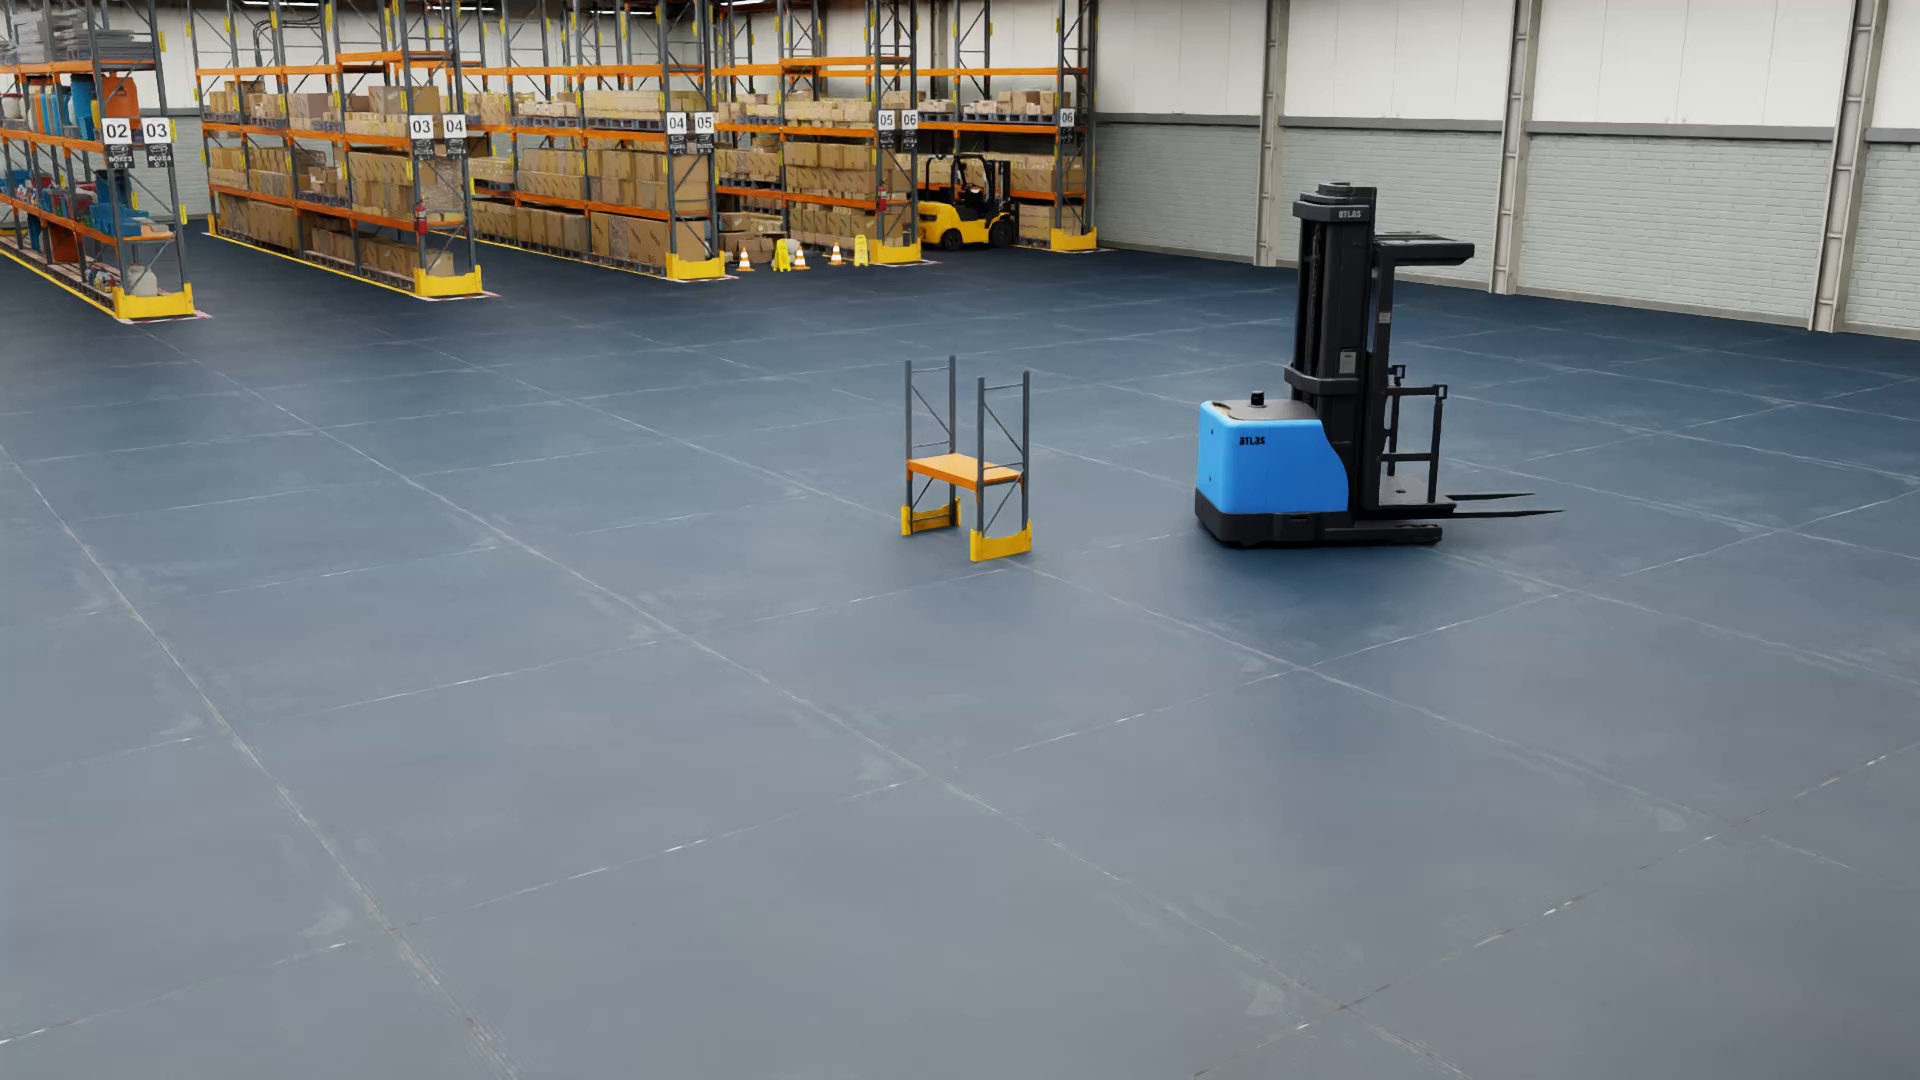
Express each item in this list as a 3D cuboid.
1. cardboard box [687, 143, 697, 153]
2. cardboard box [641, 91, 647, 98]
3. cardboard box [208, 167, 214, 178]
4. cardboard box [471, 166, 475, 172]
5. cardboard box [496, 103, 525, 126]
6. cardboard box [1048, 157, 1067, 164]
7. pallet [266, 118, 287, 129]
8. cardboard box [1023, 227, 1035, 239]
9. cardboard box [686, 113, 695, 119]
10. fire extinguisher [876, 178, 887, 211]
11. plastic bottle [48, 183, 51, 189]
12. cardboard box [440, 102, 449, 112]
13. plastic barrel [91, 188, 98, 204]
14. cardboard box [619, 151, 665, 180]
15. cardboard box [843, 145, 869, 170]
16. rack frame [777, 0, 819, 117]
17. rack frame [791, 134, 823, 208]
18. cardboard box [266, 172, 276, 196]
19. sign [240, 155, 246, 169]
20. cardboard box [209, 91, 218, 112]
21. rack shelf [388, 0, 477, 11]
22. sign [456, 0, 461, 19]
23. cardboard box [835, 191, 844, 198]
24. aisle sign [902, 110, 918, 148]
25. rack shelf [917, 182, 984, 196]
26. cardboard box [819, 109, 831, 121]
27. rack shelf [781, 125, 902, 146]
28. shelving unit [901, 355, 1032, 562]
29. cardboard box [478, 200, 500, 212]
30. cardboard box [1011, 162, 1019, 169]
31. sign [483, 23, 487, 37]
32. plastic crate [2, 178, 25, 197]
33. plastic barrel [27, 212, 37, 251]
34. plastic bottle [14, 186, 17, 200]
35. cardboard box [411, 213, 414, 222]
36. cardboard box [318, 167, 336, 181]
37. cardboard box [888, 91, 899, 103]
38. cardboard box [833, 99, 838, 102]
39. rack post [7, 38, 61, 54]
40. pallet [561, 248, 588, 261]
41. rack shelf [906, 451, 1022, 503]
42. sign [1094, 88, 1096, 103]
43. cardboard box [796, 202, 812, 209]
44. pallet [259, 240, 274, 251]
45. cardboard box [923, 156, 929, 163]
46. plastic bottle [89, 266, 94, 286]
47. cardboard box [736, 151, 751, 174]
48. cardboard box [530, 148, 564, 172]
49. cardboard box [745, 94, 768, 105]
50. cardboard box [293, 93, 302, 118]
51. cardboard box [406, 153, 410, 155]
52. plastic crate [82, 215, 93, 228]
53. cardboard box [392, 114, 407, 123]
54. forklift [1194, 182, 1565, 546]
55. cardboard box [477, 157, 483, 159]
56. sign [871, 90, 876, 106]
[{"bbox_3d":[-6.580,-9.819,42.184,0.500,0.500,0.500,-11,19,-36],"label":"cardboard box"},{"bbox_3d":[-6.074,-8.809,32.876,0.380,0.149,0.250,-10,18,-34],"label":"cardboard box"},{"bbox_3d":[-18.720,-9.315,42.149,0.500,0.250,0.500,-11,19,-36],"label":"cardboard box"},{"bbox_3d":[-11.726,-9.072,40.659,0.380,0.149,0.250,-11,19,-35],"label":"cardboard box"},{"bbox_3d":[-10.550,-10.006,39.081,0.500,0.500,0.500,-11,19,-35],"label":"cardboard box"},{"bbox_3d":[2.271,-8.830,38.673,0.380,0.149,0.250,-11,19,-34],"label":"cardboard box"},{"bbox_3d":[-14.502,-9.165,36.556,1.213,0.211,1.003,-10,18,-32],"label":"pallet"},{"bbox_3d":[1.836,-7.316,39.539,0.500,0.250,0.500,-11,19,-35],"label":"cardboard box"},{"bbox_3d":[-5.247,-8.419,32.965,0.380,0.149,0.250,-11,19,-34],"label":"cardboard box"},{"bbox_3d":[-1.666,-7.377,35.492,0.296,0.674,0.183,-11,19,-35],"label":"fire extinguisher"},{"bbox_3d":[-19.750,-7.574,36.159,0.144,0.351,0.185,-11,19,-35],"label":"plastic bottle"},{"bbox_3d":[-12.838,-10.957,42.083,0.500,0.250,0.500,-12,19,-37],"label":"cardboard box"},{"bbox_3d":[-16.120,-6.361,31.378,0.433,0.535,0.433,0,15,0],"label":"plastic barrel"},{"bbox_3d":[-6.526,-7.735,34.326,0.875,0.550,0.500,-11,19,-35],"label":"cardboard box"},{"bbox_3d":[-2.129,-8.368,36.322,0.700,0.500,0.500,-11,19,-34],"label":"cardboard box"},{"bbox_3d":[-3.712,-11.258,38.162,1.000,3.000,0.127,-11,19,-35],"label":"rack frame"},{"bbox_3d":[-4.403,-10.844,48.013,1.000,3.000,0.127,-11,19,-35],"label":"rack frame"},{"bbox_3d":[-15.466,-8.122,37.879,0.500,0.500,0.500,-10,18,-33],"label":"cardboard box"},{"bbox_3d":[-16.880,-8.903,39.134,0.100,0.325,0.005,-11,19,-35],"label":"sign"},{"bbox_3d":[-18.202,-10.893,41.335,0.700,0.500,0.500,-12,19,-37],"label":"cardboard box"},{"bbox_3d":[-13.537,-13.859,42.734,1.077,0.370,4.000,-11,19,-35],"label":"rack shelf"},{"bbox_3d":[-8.937,-9.438,29.595,0.100,0.325,0.005,-11,19,-35],"label":"sign"},{"bbox_3d":[-2.562,-7.698,36.995,0.380,0.149,0.250,-11,19,-35],"label":"cardboard box"},{"bbox_3d":[-1.073,-8.799,35.617,0.394,0.787,0.004,-11,19,-35],"label":"aisle sign"},{"bbox_3d":[-0.875,-9.215,43.427,1.077,0.370,4.000,-11,19,-35],"label":"rack shelf"},{"bbox_3d":[-2.782,-9.420,36.852,0.500,0.250,0.500,-11,19,-34],"label":"cardboard box"},{"bbox_3d":[-2.536,-9.037,37.092,1.077,0.370,4.000,-11,19,-35],"label":"rack shelf"},{"bbox_3d":[0.045,-0.707,13.819,0.587,1.500,1.083,-11,19,-35],"label":"shelving unit"},{"bbox_3d":[-11.528,-8.219,40.944,0.500,0.250,0.500,-10,18,-32],"label":"cardboard box"},{"bbox_3d":[1.448,-8.943,39.651,0.380,0.149,0.250,-11,19,-34],"label":"cardboard box"},{"bbox_3d":[-11.915,-12.790,41.692,0.100,0.325,0.005,-11,19,-35],"label":"sign"},{"bbox_3d":[-20.989,-7.833,36.931,0.392,0.384,0.575,-11,19,-35],"label":"plastic crate"},{"bbox_3d":[-20.132,-6.837,36.554,0.600,0.901,0.708,-11,19,-35],"label":"plastic barrel"},{"bbox_3d":[-20.568,-7.565,36.254,0.061,0.283,0.133,-11,19,-35],"label":"plastic bottle"},{"bbox_3d":[-9.857,-5.933,30.547,0.380,0.149,0.250,-11,19,-35],"label":"cardboard box"},{"bbox_3d":[-13.321,-7.718,35.608,0.700,0.500,0.500,-8,17,-26],"label":"cardboard box"},{"bbox_3d":[-1.445,-11.451,43.374,0.700,0.500,0.500,-11,19,-36],"label":"cardboard box"},{"bbox_3d":[-3.256,-12.004,45.537,0.380,0.149,0.250,-11,19,-34],"label":"cardboard box"},{"bbox_3d":[-18.546,-9.917,33.405,0.954,0.300,0.937,-11,19,-35],"label":"rack post"},{"bbox_3d":[-8.172,-6.382,36.995,1.003,0.211,1.213,-11,19,-35],"label":"pallet"},{"bbox_3d":[0.050,-0.532,13.859,0.538,0.185,1.000,-11,19,-35],"label":"rack shelf"},{"bbox_3d":[3.105,-10.273,38.439,0.100,0.325,0.005,-11,19,-35],"label":"sign"},{"bbox_3d":[-3.559,-7.711,38.332,0.380,0.149,0.250,-11,19,-34],"label":"cardboard box"},{"bbox_3d":[-15.917,-7.036,39.384,1.003,0.211,1.213,-11,19,-35],"label":"pallet"},{"bbox_3d":[-0.713,-9.749,42.595,0.380,0.149,0.250,-11,19,-36],"label":"cardboard box"},{"bbox_3d":[-15.596,-4.755,29.951,0.144,0.351,0.185,-10,18,-33],"label":"plastic bottle"},{"bbox_3d":[-5.069,-9.150,40.276,0.500,0.500,0.500,-12,19,-37],"label":"cardboard box"},{"bbox_3d":[-9.454,-8.754,38.293,0.700,0.500,0.500,-11,19,-35],"label":"cardboard box"},{"bbox_3d":[-4.774,-10.501,39.620,0.500,0.250,0.500,-10,18,-34],"label":"cardboard box"},{"bbox_3d":[-13.717,-9.167,35.069,0.500,0.500,0.500,-11,19,-34],"label":"cardboard box"},{"bbox_3d":[-10.362,-7.126,31.782,0.500,0.500,0.500,-11,19,-35],"label":"cardboard box"},{"bbox_3d":[-15.165,-5.621,29.333,0.450,0.188,0.662,-11,19,-35],"label":"plastic crate"},{"bbox_3d":[-10.100,-7.665,30.245,0.380,0.149,0.250,-12,19,-37],"label":"cardboard box"},{"bbox_3d":[3.615,-1.502,14.012,3.031,2.935,1.130,-1,15,-5],"label":"forklift"},{"bbox_3d":[-11.967,-9.595,42.006,0.380,0.149,0.250,-10,18,-32],"label":"cardboard box"},{"bbox_3d":[-1.821,-9.302,35.021,0.100,0.325,0.005,-11,19,-35],"label":"sign"}]
